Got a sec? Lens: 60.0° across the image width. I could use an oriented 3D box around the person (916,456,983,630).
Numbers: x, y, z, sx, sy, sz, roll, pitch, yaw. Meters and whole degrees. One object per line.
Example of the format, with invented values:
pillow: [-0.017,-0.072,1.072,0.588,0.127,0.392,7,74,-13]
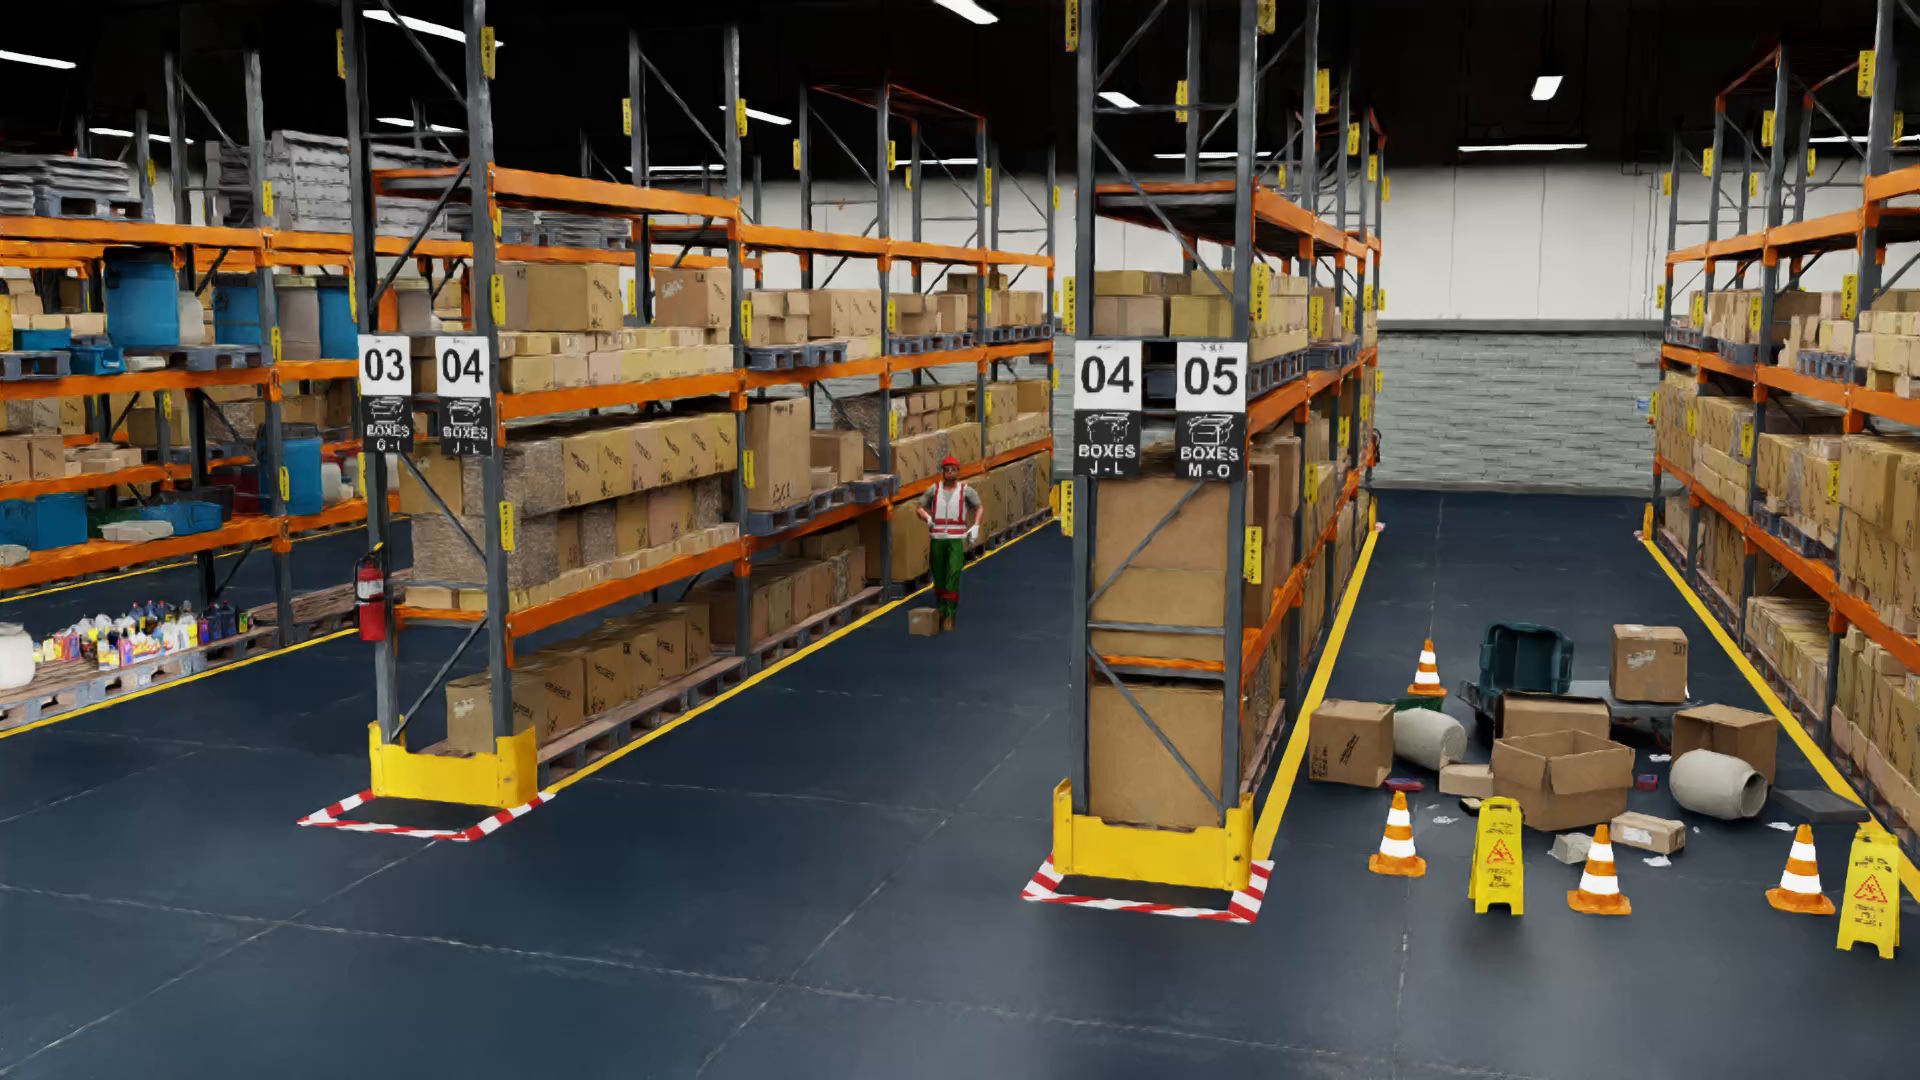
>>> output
person: [-0.140,0.015,17.665,0.709,1.795,0.710,1,8,8]
